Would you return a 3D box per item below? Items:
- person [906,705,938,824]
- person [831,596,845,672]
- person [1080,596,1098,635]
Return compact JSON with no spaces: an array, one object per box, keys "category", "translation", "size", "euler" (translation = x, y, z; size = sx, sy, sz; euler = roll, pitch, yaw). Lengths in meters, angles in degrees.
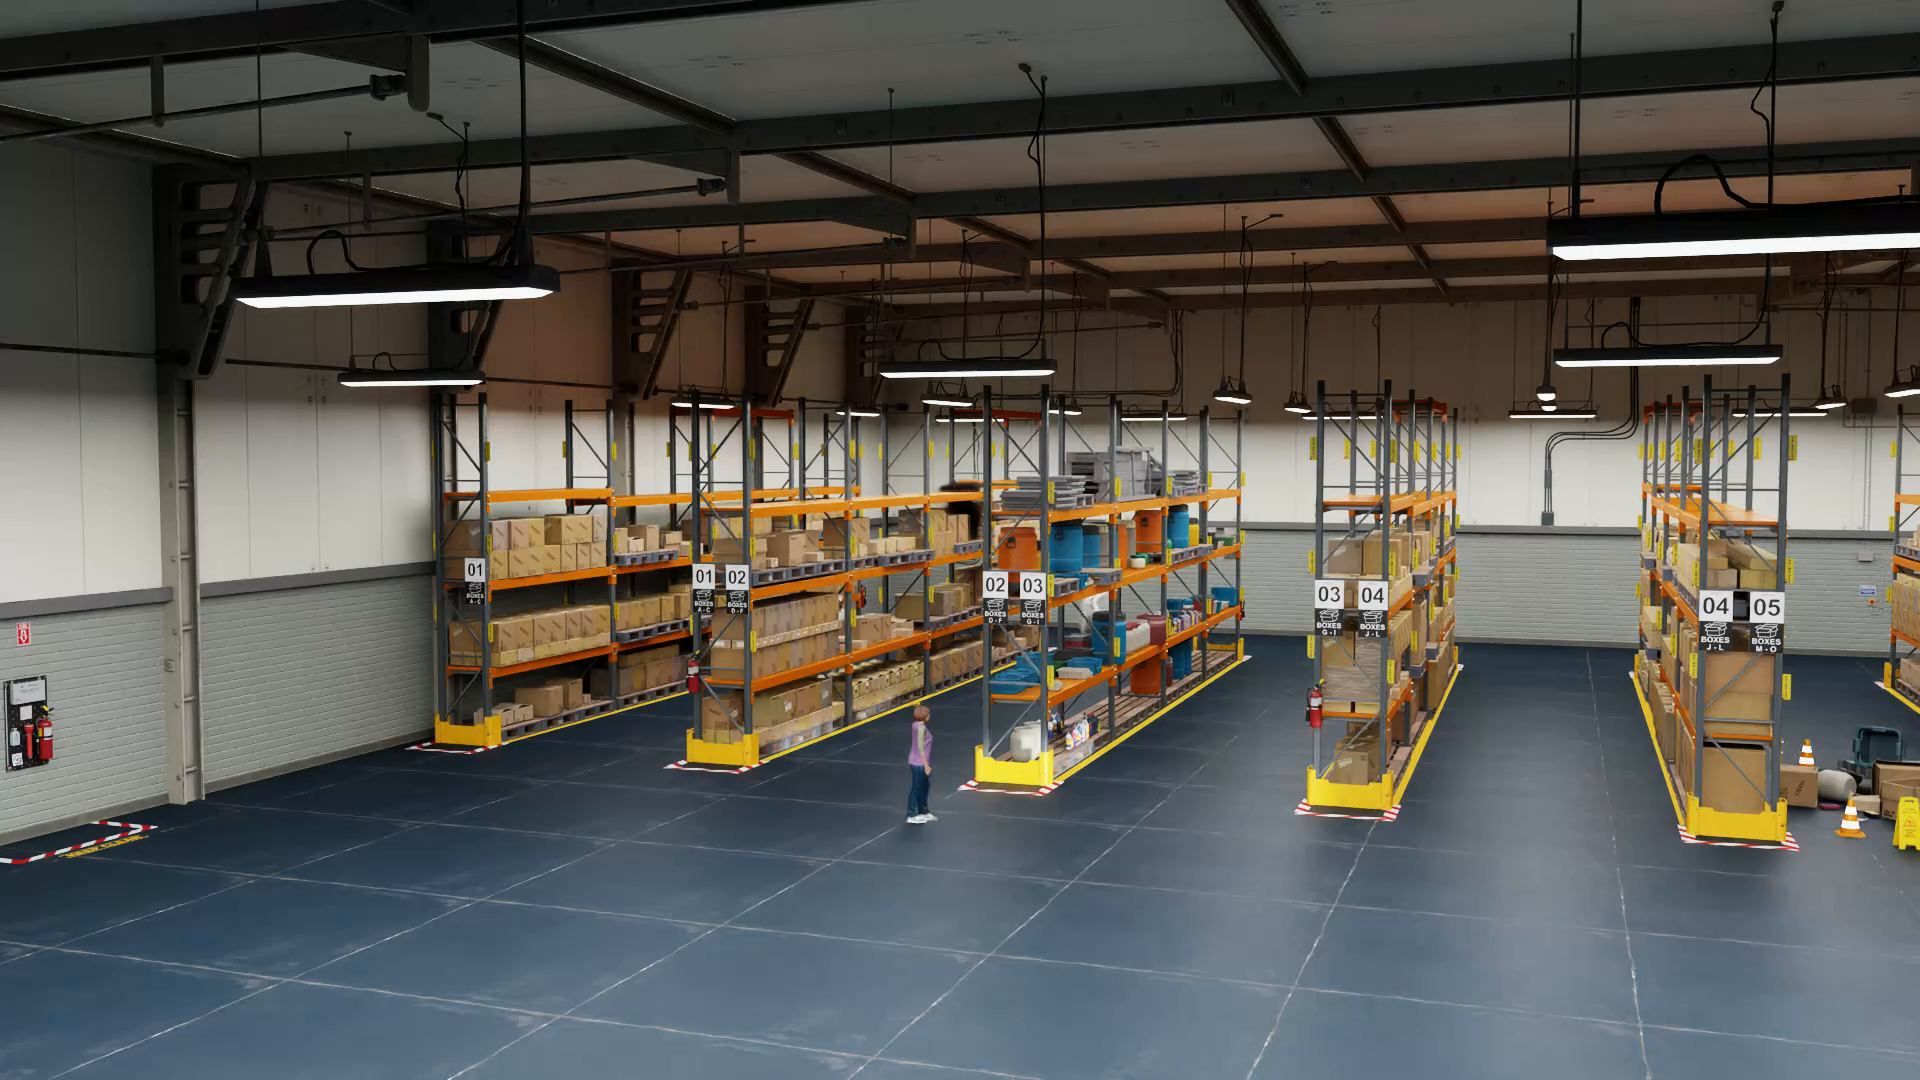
[{"category":"person","translation":[-0.507,3.039,22.367],"size":[0.441,1.604,0.515],"euler":[0,3,-3]},{"category":"person","translation":[-2.658,2.095,36.338],"size":[0.345,1.769,0.687],"euler":[2,4,39]},{"category":"person","translation":[3.237,1.940,41.963],"size":[0.506,1.634,0.996],"euler":[1,3,16]}]
